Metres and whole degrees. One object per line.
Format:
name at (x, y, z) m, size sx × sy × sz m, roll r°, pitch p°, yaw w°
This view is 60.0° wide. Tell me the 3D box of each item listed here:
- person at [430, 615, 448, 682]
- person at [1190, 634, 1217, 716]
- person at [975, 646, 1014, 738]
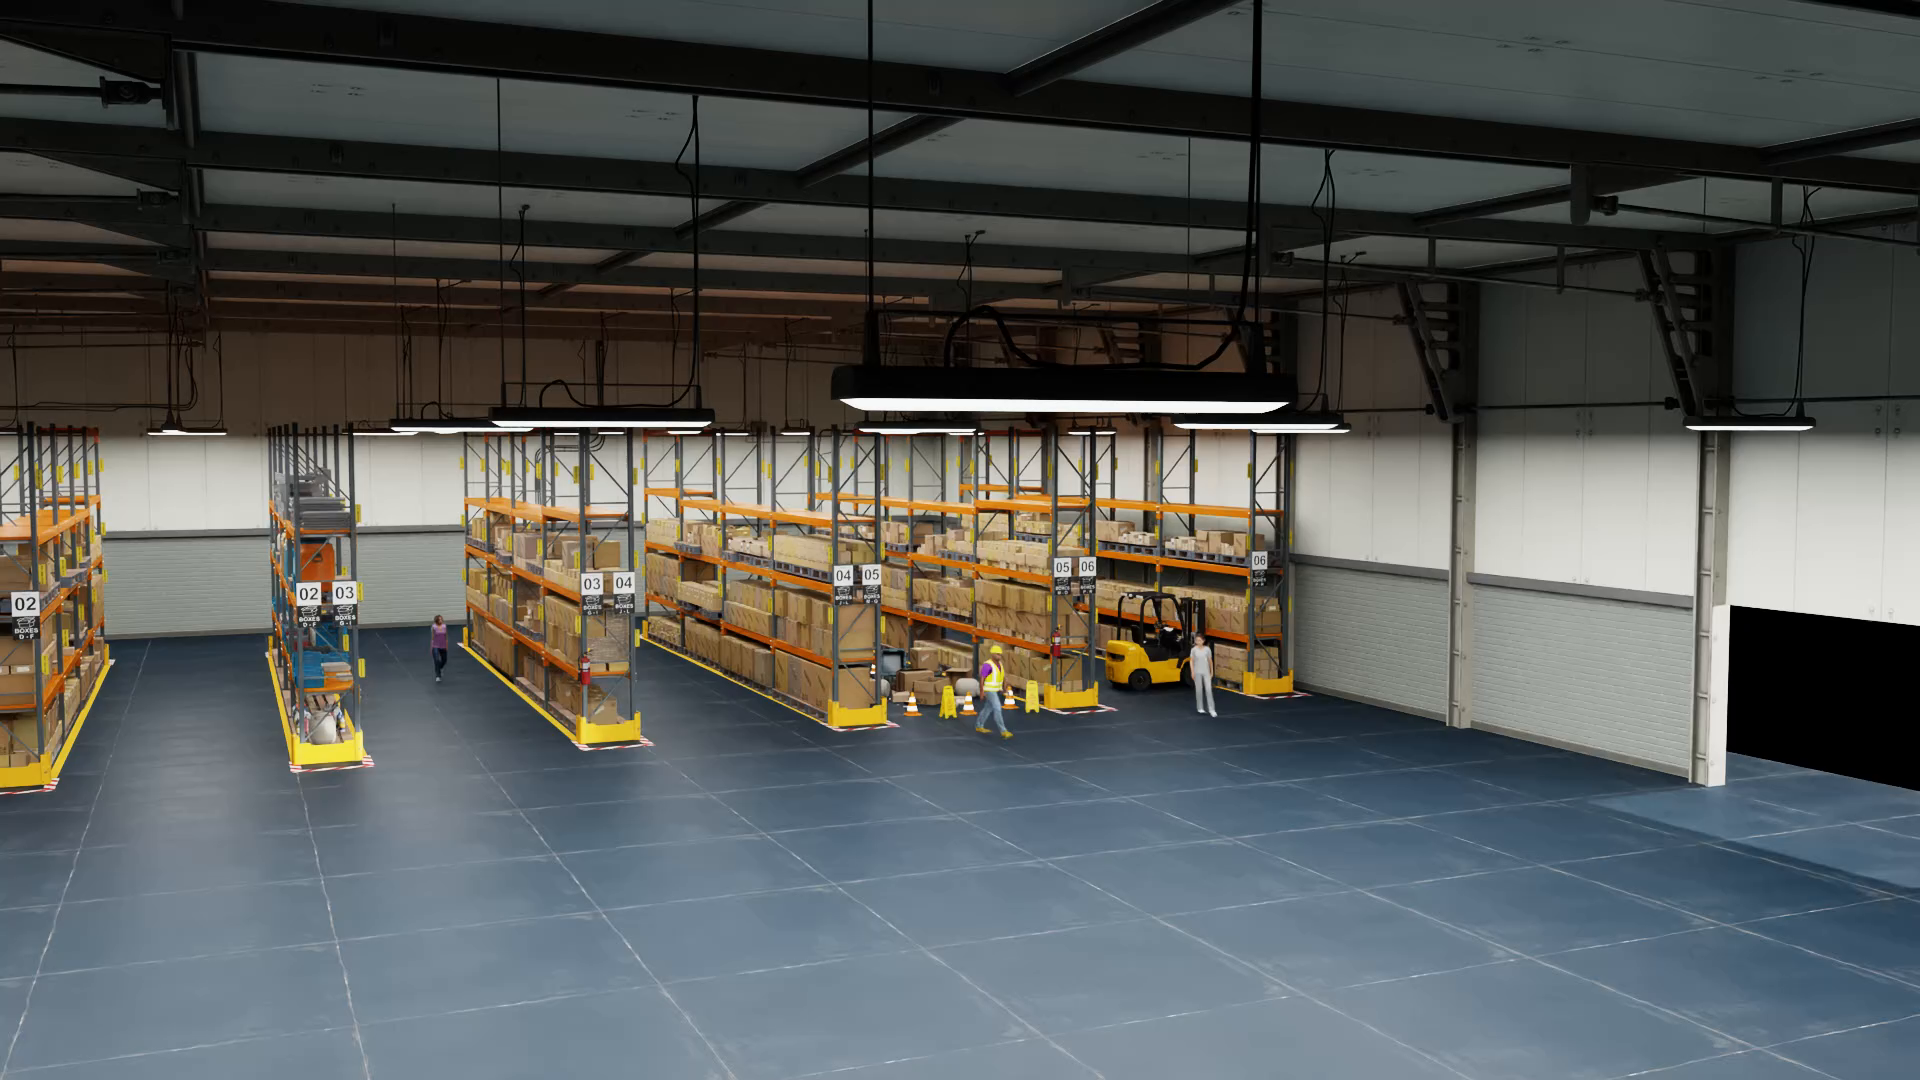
person at (-12.315, 2.527, 39.296) m, size 0.415 × 1.562 × 0.768 m, roll -2°, pitch 4°, yaw -26°
person at (5.040, 2.785, 34.424) m, size 0.565 × 1.671 × 0.694 m, roll 0°, pitch 4°, yaw 8°
person at (0.691, 2.883, 31.933) m, size 0.997 × 1.709 × 0.591 m, roll 2°, pitch 4°, yaw 29°
